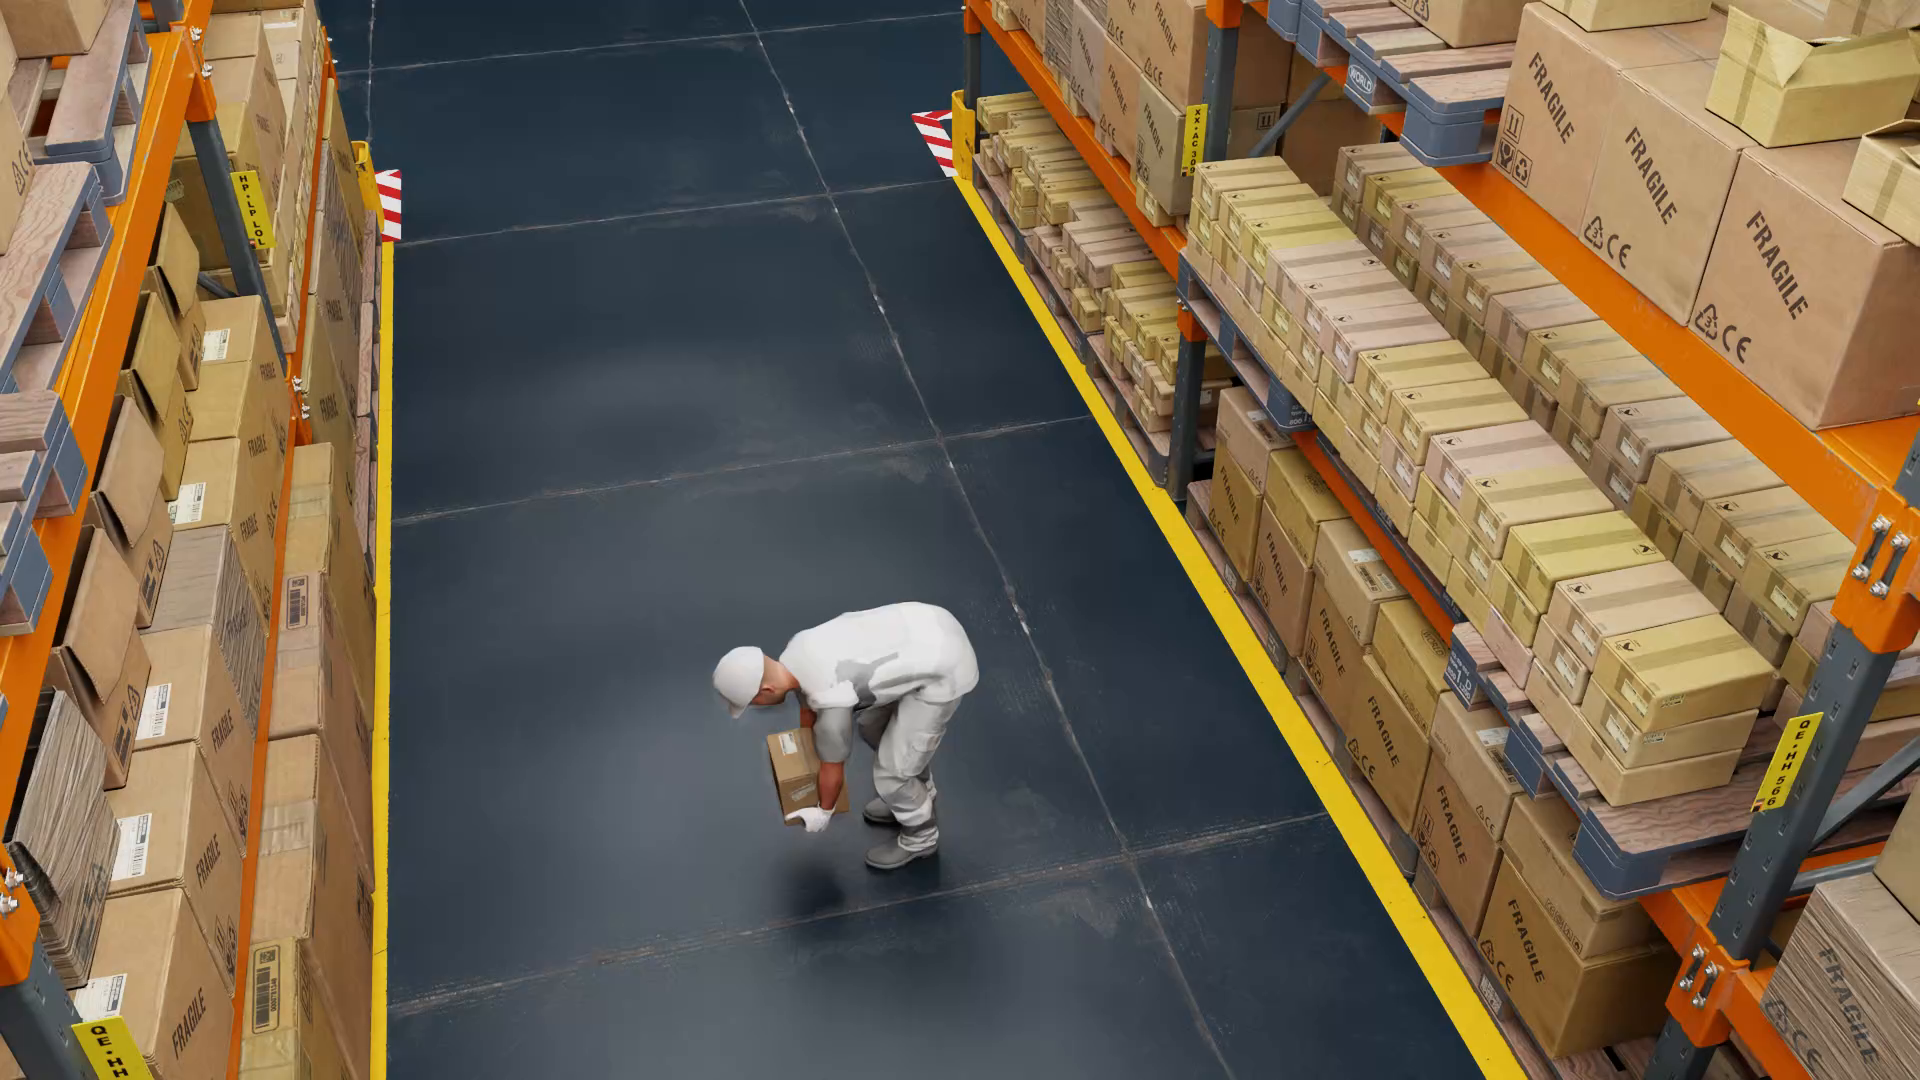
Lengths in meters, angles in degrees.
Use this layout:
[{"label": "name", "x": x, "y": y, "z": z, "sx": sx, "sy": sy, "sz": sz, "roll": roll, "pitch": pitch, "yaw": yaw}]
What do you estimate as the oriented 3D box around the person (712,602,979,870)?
[{"label": "person", "x": -0.414, "y": 0.763, "z": 6.247, "sx": 0.962, "sy": 1.130, "sz": 0.490, "roll": -11, "pitch": 39, "yaw": -13}]
